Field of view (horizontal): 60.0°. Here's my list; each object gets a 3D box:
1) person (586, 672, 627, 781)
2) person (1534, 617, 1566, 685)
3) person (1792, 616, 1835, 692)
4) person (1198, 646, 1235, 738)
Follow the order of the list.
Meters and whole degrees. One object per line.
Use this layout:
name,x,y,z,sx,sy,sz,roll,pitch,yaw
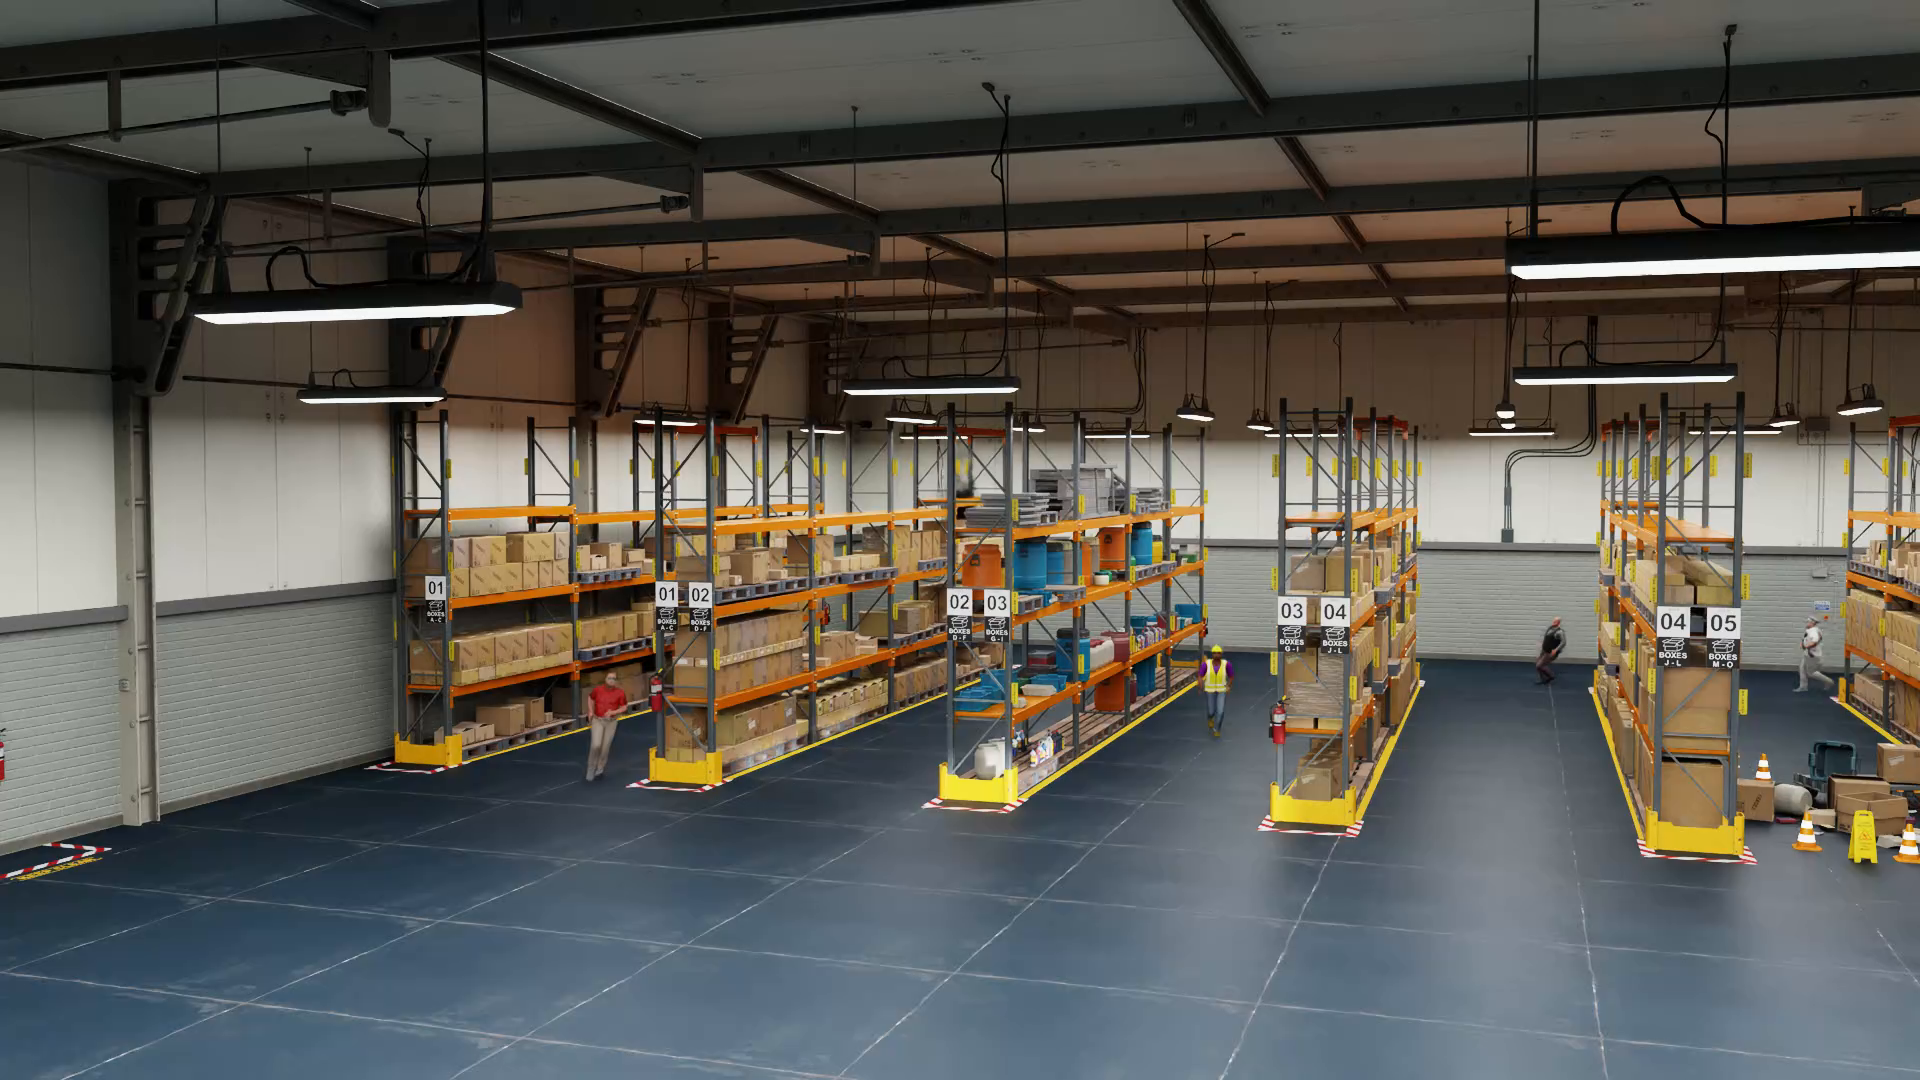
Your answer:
person,-5.724,3.020,26.920,0.668,1.767,0.688,-1,2,-12
person,13.542,2.562,38.280,0.573,1.616,0.746,0,2,-3
person,19.003,2.561,37.025,0.822,1.771,0.707,1,3,28
person,4.790,2.818,31.071,0.686,1.711,0.624,0,2,8
